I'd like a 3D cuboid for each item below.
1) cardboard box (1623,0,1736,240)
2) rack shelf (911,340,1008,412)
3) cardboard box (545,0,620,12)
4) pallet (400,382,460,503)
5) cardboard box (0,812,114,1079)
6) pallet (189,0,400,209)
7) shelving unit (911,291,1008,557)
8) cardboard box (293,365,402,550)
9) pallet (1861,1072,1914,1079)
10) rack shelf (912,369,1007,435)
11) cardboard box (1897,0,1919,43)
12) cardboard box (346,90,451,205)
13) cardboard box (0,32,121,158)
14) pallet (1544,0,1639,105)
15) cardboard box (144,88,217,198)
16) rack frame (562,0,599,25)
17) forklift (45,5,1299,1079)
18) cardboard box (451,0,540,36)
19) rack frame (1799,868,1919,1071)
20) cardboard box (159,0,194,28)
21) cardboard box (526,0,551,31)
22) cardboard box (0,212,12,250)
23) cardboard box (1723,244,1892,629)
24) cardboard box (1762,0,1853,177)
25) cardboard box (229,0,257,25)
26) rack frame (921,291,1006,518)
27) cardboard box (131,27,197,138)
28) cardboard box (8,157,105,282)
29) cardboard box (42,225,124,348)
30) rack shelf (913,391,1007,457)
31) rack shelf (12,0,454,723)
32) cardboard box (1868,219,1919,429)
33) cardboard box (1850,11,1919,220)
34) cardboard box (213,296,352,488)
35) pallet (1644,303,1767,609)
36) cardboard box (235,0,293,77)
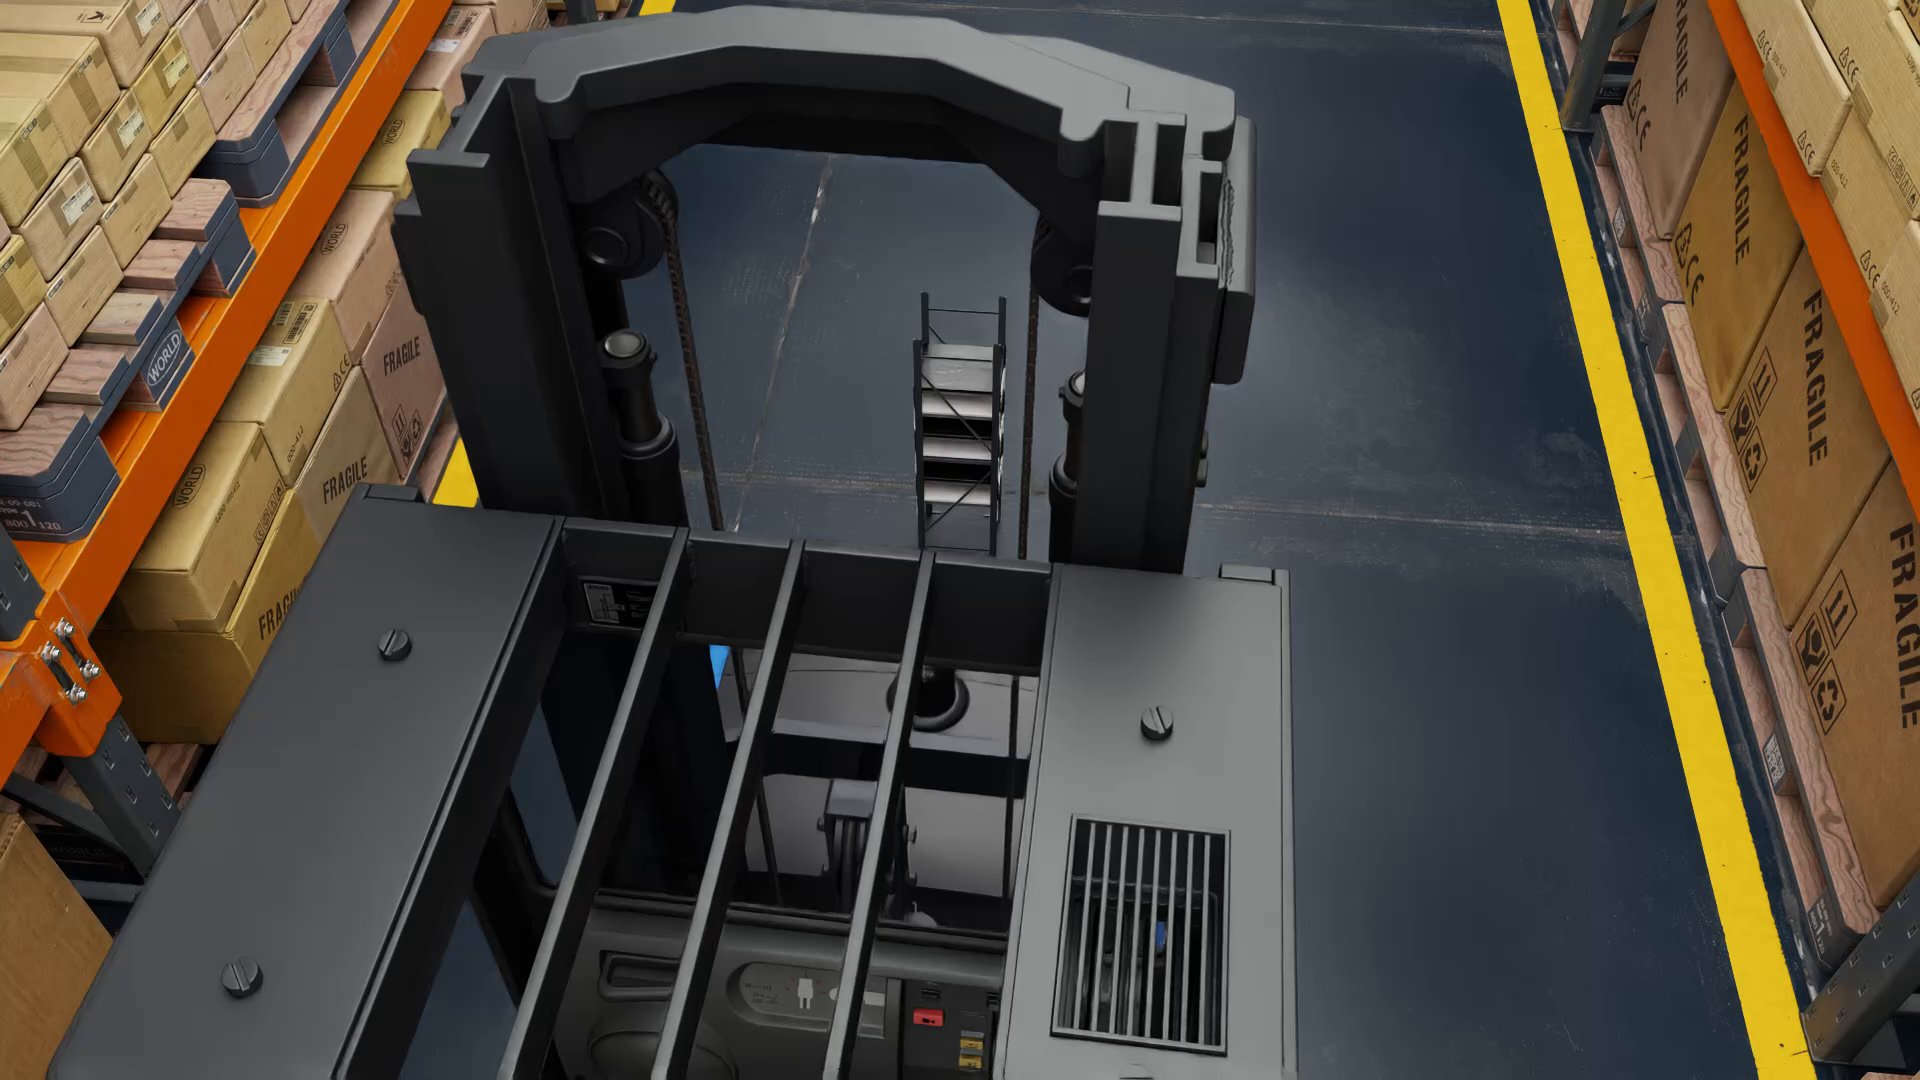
[{"bbox_3d":[2.978,-1.645,5.877,0.875,0.875,0.875,5,48,5],"label":"cardboard box"},{"bbox_3d":[0.001,-0.469,4.749,0.258,0.077,0.200,4,48,4],"label":"rack shelf"},{"bbox_3d":[-1.630,-2.365,7.028,0.380,0.149,0.250,2,48,2],"label":"cardboard box"},{"bbox_3d":[-2.162,-0.528,5.590,1.003,0.211,1.213,4,48,4],"label":"pallet"},{"bbox_3d":[-2.493,1.058,3.489,1.050,0.750,0.750,3,48,3],"label":"cardboard box"},{"bbox_3d":[-2.208,-1.393,4.621,1.003,0.211,1.213,4,48,4],"label":"pallet"},{"bbox_3d":[0.001,-0.310,4.923,0.258,0.900,0.210,4,48,4],"label":"shelving unit"},{"bbox_3d":[-1.987,-0.171,4.783,0.500,0.500,0.500,4,48,4],"label":"cardboard box"},{"bbox_3d":[2.518,1.773,3.485,1.003,0.211,1.213,4,48,4],"label":"pallet"},{"bbox_3d":[0.001,-0.409,4.815,0.258,0.077,0.200,4,48,4],"label":"rack shelf"},{"bbox_3d":[2.468,-1.253,3.618,0.500,0.500,0.500,4,48,4],"label":"cardboard box"},{"bbox_3d":[-1.894,-1.161,5.180,0.500,0.250,0.500,2,48,2],"label":"cardboard box"},{"bbox_3d":[-2.064,-0.962,3.580,0.380,0.149,0.250,4,48,3],"label":"cardboard box"},{"bbox_3d":[3.102,-2.294,7.205,1.003,0.211,1.213,4,48,4],"label":"pallet"},{"bbox_3d":[-2.034,-0.967,3.987,0.380,0.149,0.250,6,48,5],"label":"cardboard box"},{"bbox_3d":[-1.983,-2.940,5.906,1.000,3.000,0.127,4,48,4],"label":"rack frame"},{"bbox_3d":[-0.207,0.899,2.441,1.130,2.935,3.031,5,48,5],"label":"forklift"},{"bbox_3d":[-1.800,-1.927,5.881,0.500,0.250,0.500,3,48,2],"label":"cardboard box"},{"bbox_3d":[2.591,0.258,2.981,1.000,3.000,0.127,4,48,4],"label":"rack frame"},{"bbox_3d":[-2.017,-1.356,3.940,0.380,0.149,0.250,6,48,5],"label":"cardboard box"},{"bbox_3d":[-1.800,-1.677,6.161,0.500,0.500,0.500,3,48,3],"label":"cardboard box"},{"bbox_3d":[-2.113,-0.588,3.238,0.380,0.149,0.250,4,48,4],"label":"cardboard box"},{"bbox_3d":[2.822,-0.324,4.669,0.875,0.875,0.875,4,48,4],"label":"cardboard box"},{"bbox_3d":[2.489,-1.202,4.419,0.500,0.250,0.500,3,48,3],"label":"cardboard box"},{"bbox_3d":[-1.988,-1.446,4.224,0.380,0.149,0.250,3,48,3],"label":"cardboard box"},{"bbox_3d":[0.010,-0.384,4.992,0.240,0.900,0.006,4,48,4],"label":"rack frame"},{"bbox_3d":[-2.038,-1.081,3.890,0.380,0.149,0.250,4,48,4],"label":"cardboard box"},{"bbox_3d":[-2.081,-0.699,3.541,0.380,0.149,0.250,6,48,5],"label":"cardboard box"},{"bbox_3d":[-2.082,-0.570,3.624,0.380,0.149,0.250,6,48,5],"label":"cardboard box"},{"bbox_3d":[0.001,-0.348,4.882,0.258,0.077,0.200,4,48,4],"label":"rack shelf"},{"bbox_3d":[-2.166,-1.227,4.827,1.077,0.370,4.000,4,48,4],"label":"rack shelf"},{"bbox_3d":[2.409,-0.457,3.737,0.500,0.250,0.500,5,48,4],"label":"cardboard box"},{"bbox_3d":[2.451,-0.988,3.883,0.500,0.250,0.500,3,48,3],"label":"cardboard box"},{"bbox_3d":[-1.998,-0.415,4.498,0.500,0.250,0.500,3,48,3],"label":"cardboard box"},{"bbox_3d":[2.851,-0.269,5.353,1.003,0.211,1.213,4,48,4],"label":"pallet"},{"bbox_3d":[-1.987,-1.347,4.335,0.380,0.149,0.250,4,48,4],"label":"cardboard box"}]
